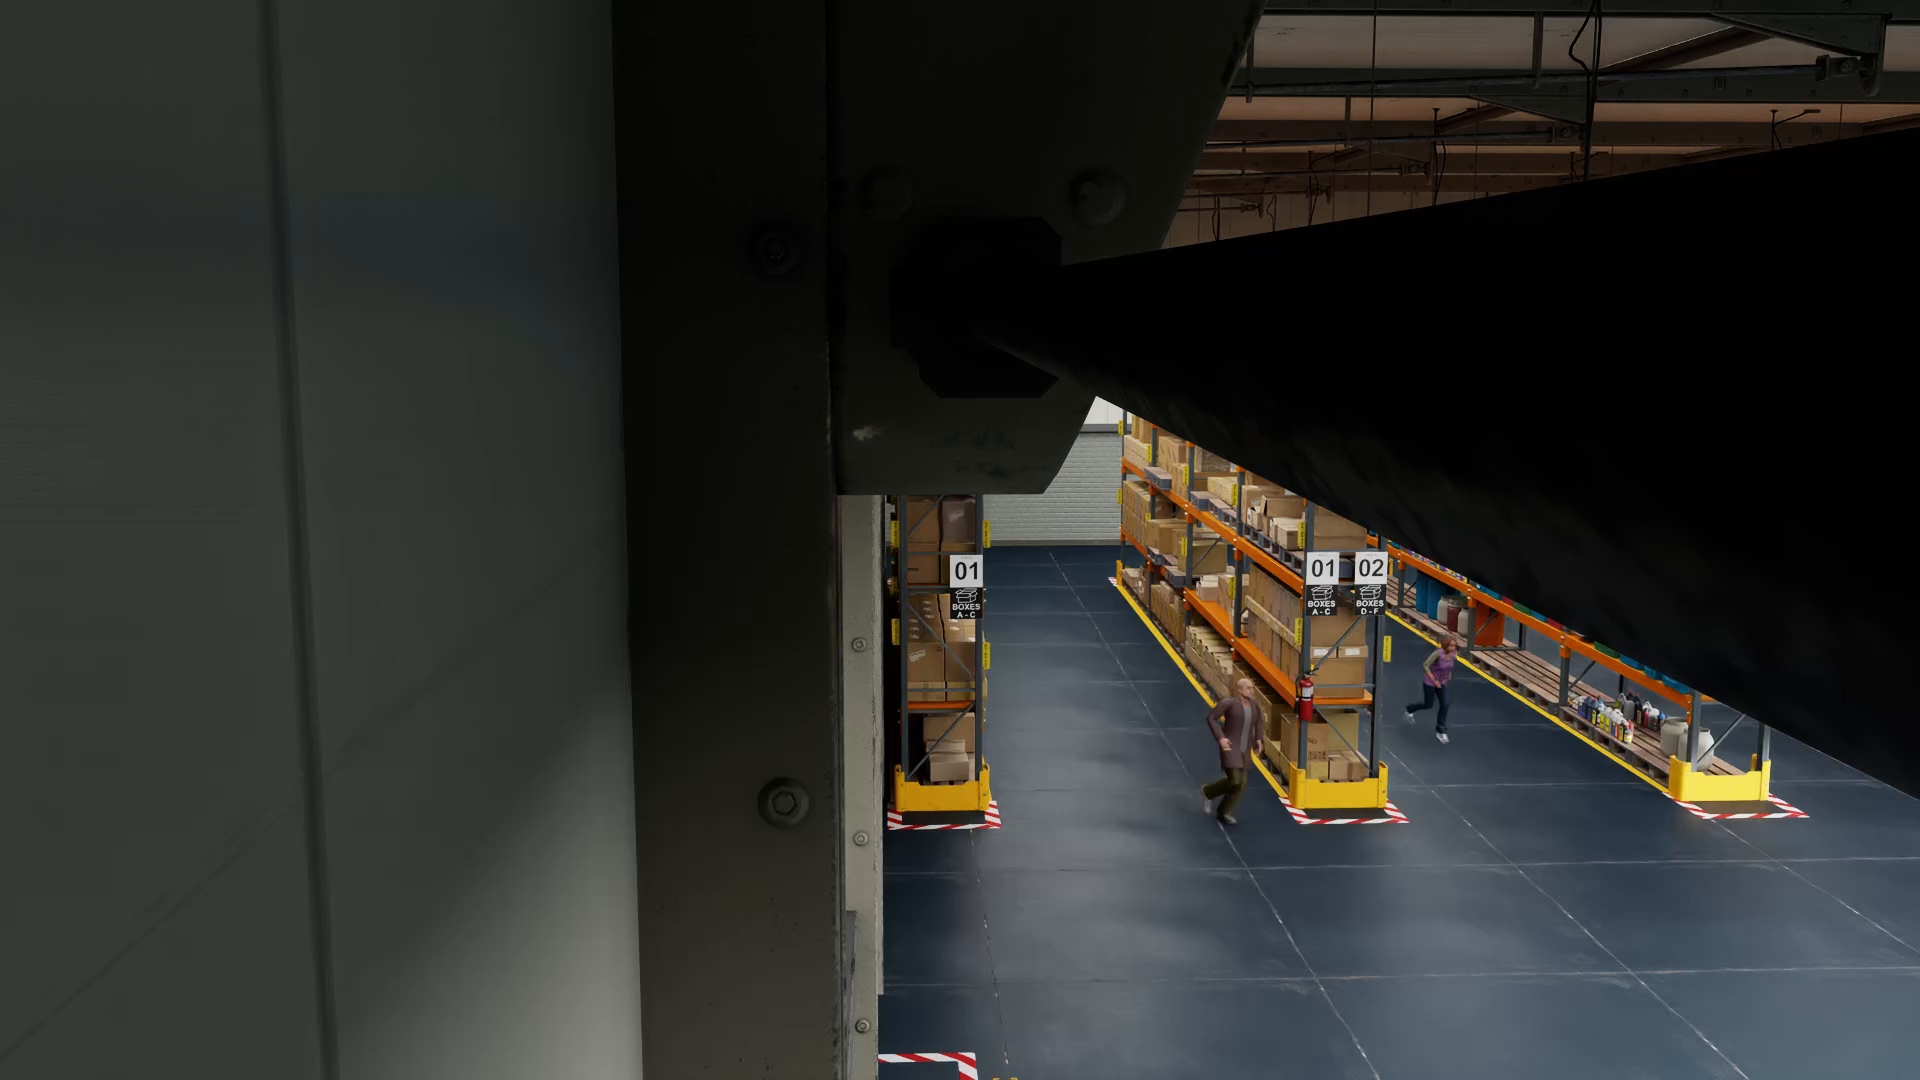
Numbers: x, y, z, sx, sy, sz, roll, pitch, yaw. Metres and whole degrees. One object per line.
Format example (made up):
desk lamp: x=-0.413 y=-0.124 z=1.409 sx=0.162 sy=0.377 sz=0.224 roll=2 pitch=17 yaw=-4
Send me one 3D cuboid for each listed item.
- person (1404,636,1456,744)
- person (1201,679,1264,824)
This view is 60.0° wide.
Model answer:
person: x=6.765 y=2.082 z=23.907 sx=0.561 sy=1.552 sz=0.899 roll=-6 pitch=10 yaw=-33
person: x=3.371 y=2.529 z=20.142 sx=0.759 sy=1.725 sz=0.558 roll=-6 pitch=10 yaw=-34
